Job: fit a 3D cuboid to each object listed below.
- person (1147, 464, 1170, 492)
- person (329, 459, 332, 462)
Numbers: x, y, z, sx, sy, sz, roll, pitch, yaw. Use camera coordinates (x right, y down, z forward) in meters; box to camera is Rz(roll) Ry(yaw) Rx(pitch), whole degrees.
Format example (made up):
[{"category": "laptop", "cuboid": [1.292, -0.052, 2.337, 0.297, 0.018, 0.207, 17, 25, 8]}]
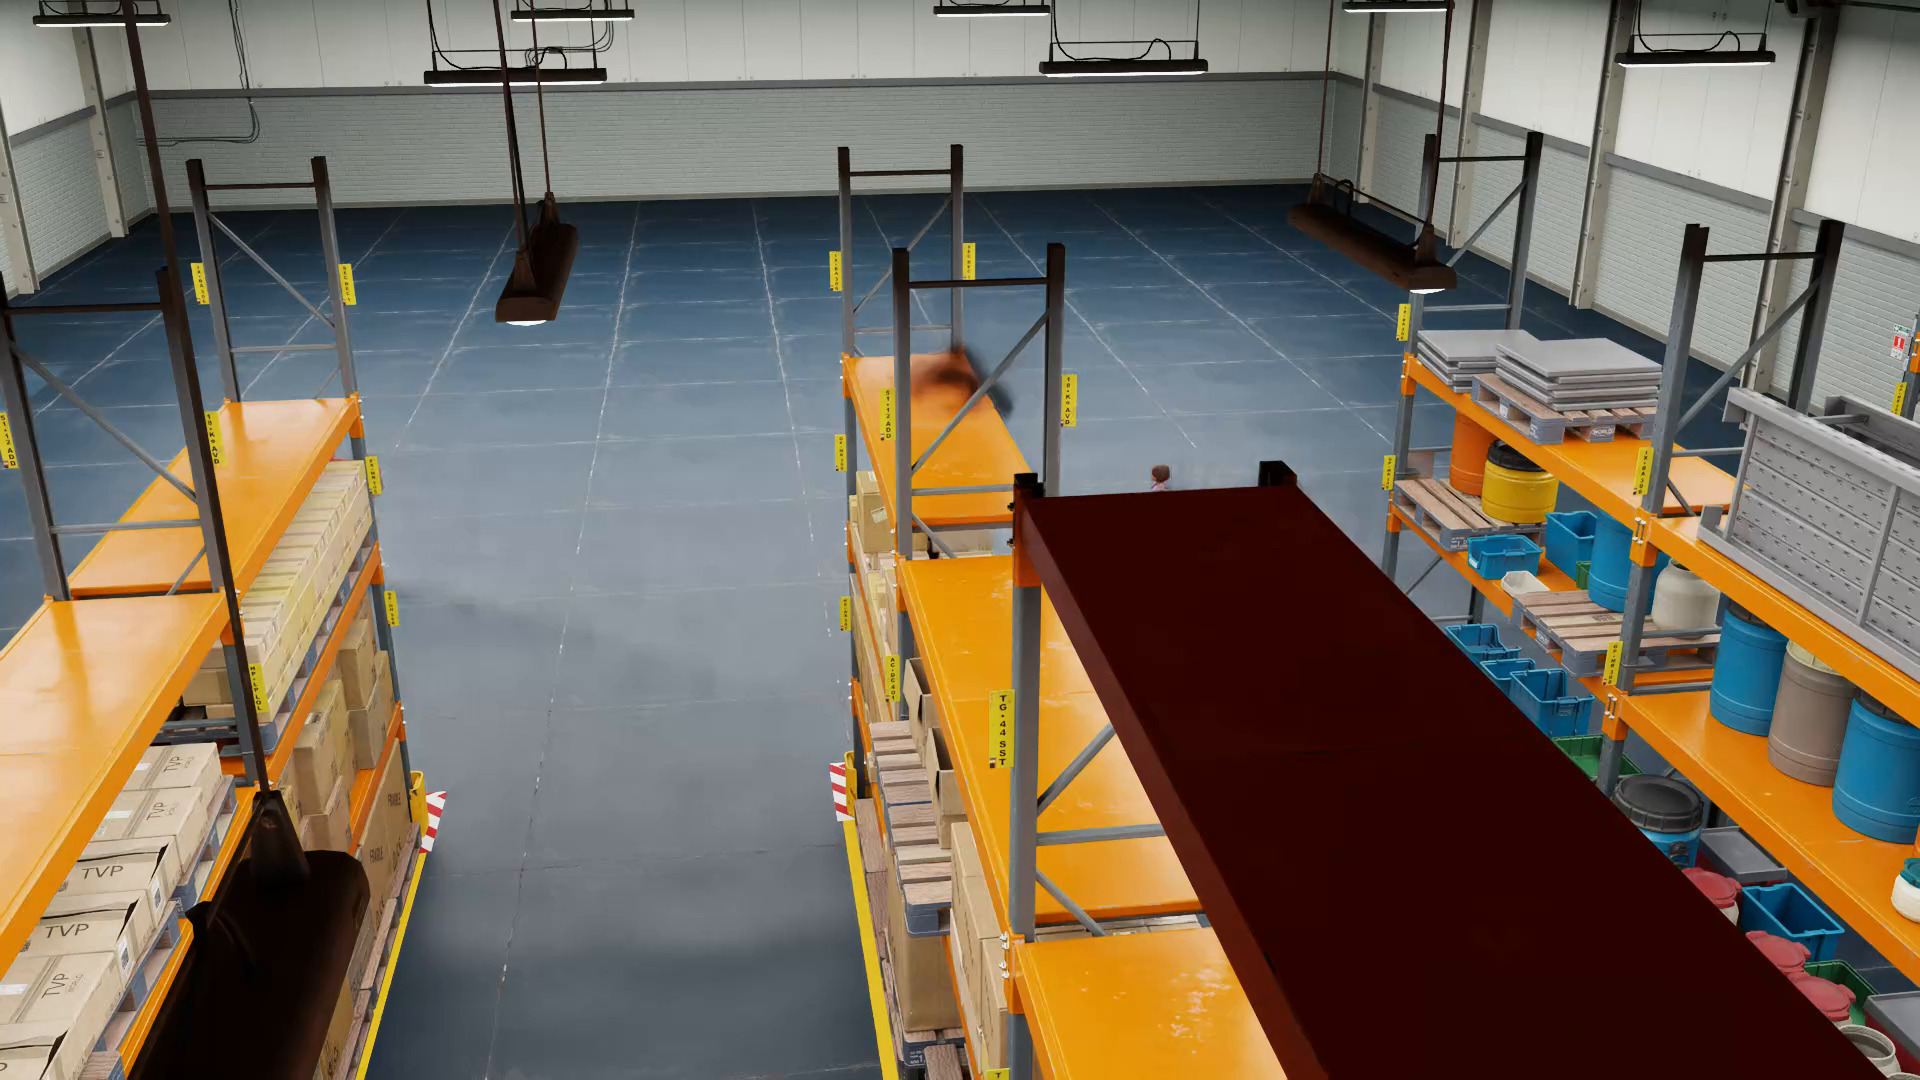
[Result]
[{"category": "person", "cuboid": [2.394, -0.159, 19.913, 0.790, 1.586, 0.538, 4, 22, 11]}, {"category": "person", "cuboid": [-7.888, -0.427, 20.413, 0.839, 1.739, 0.687, 11, 24, 25]}]
